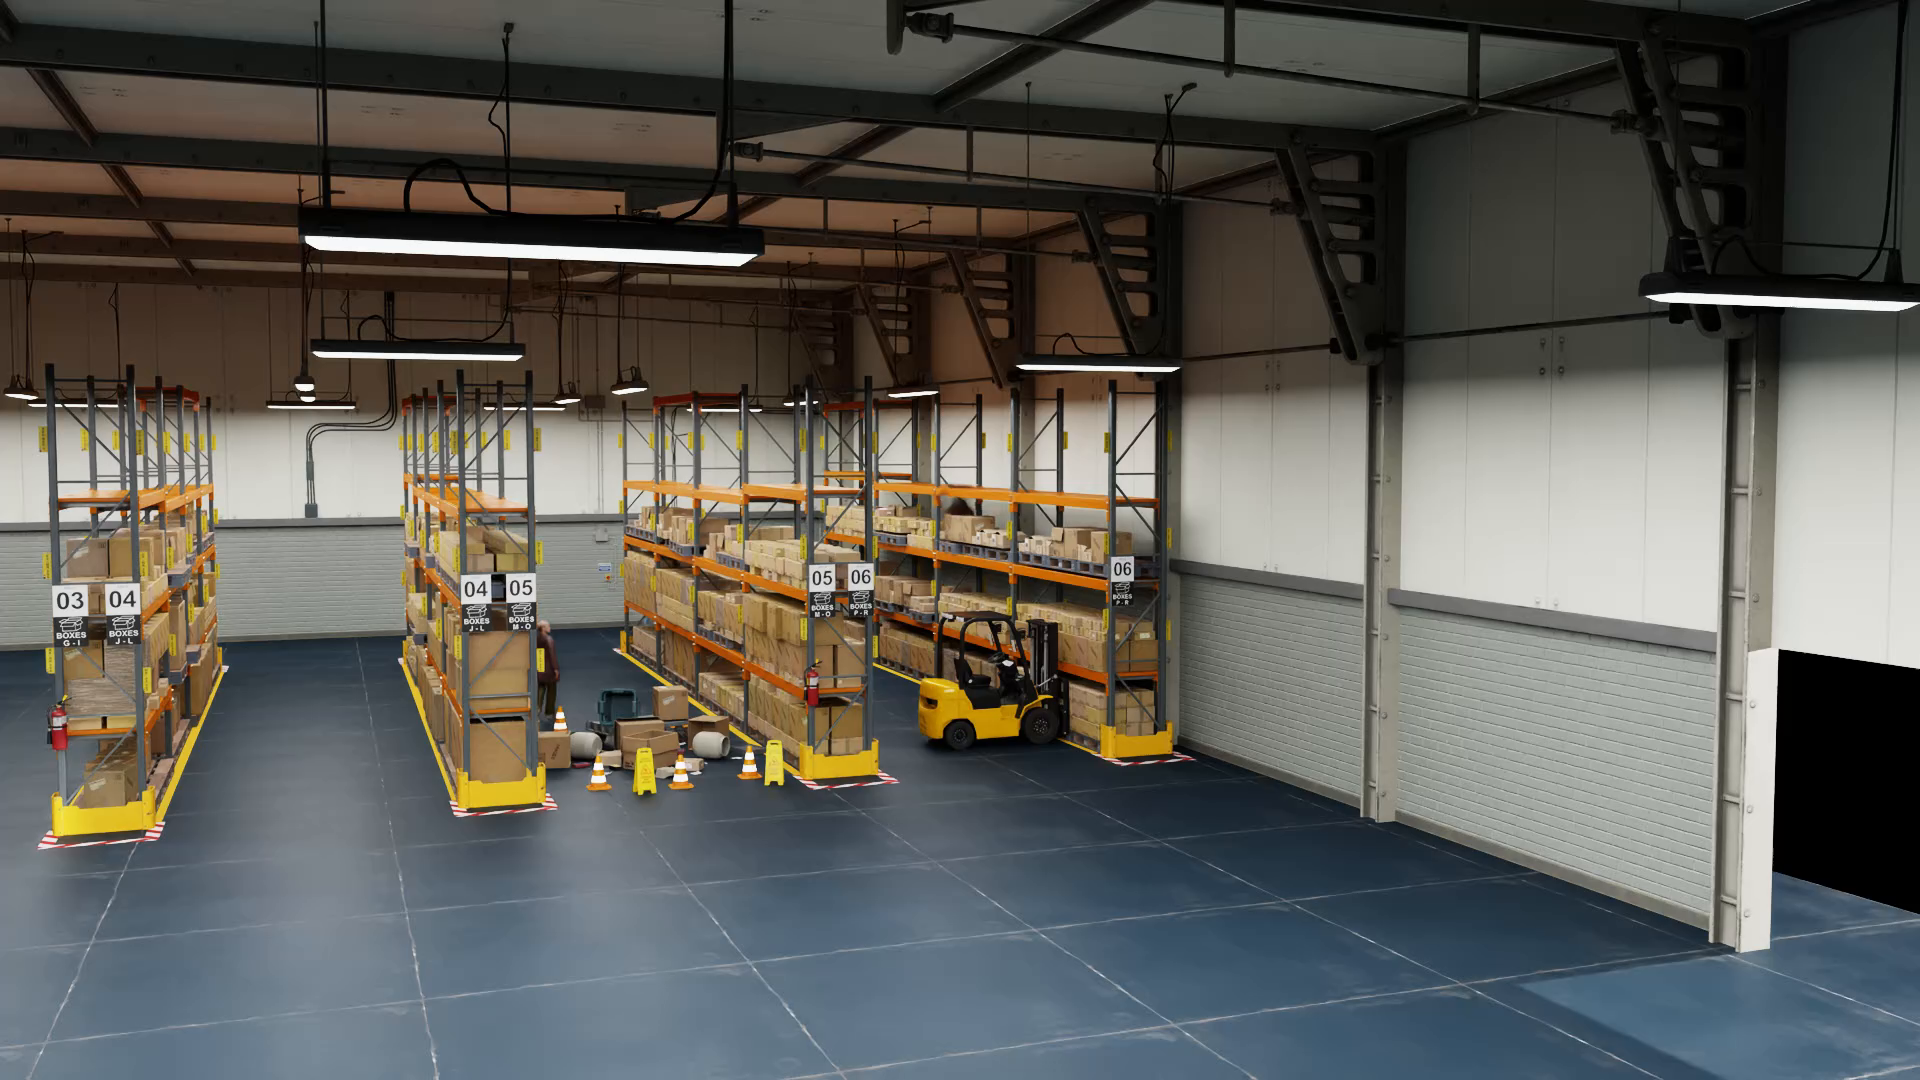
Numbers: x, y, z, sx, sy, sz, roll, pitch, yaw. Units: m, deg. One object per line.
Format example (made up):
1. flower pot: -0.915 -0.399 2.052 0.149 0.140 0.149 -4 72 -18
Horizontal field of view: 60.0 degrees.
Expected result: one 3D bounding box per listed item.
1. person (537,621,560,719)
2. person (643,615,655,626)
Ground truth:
1. person: -7.519 2.349 30.214 0.599 1.775 0.530 1 3 17
2. person: -8.102 1.605 43.299 0.649 1.751 0.576 -1 3 -9
